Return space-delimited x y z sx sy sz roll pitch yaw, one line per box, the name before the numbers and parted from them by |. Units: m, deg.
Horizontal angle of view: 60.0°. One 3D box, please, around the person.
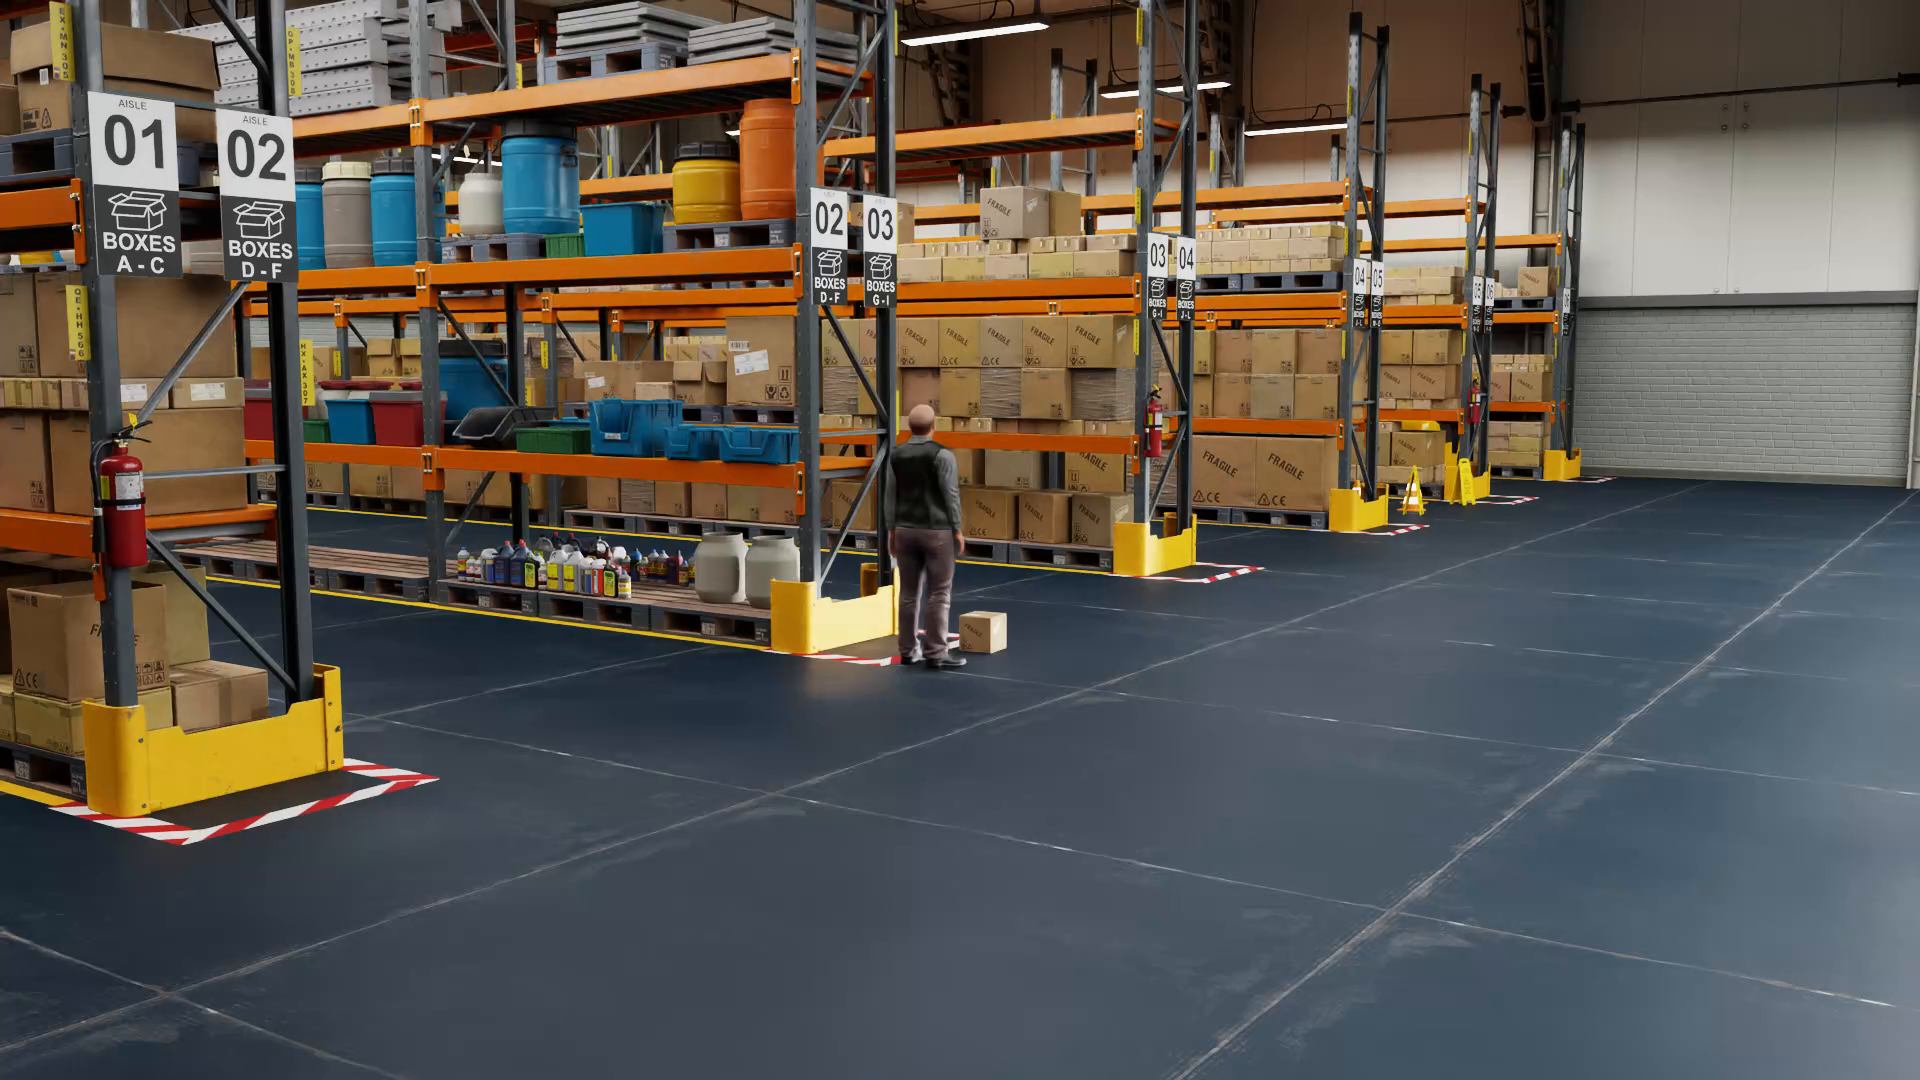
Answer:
person | -0.226 -0.031 10.974 0.546 1.727 0.407 3 7 27
